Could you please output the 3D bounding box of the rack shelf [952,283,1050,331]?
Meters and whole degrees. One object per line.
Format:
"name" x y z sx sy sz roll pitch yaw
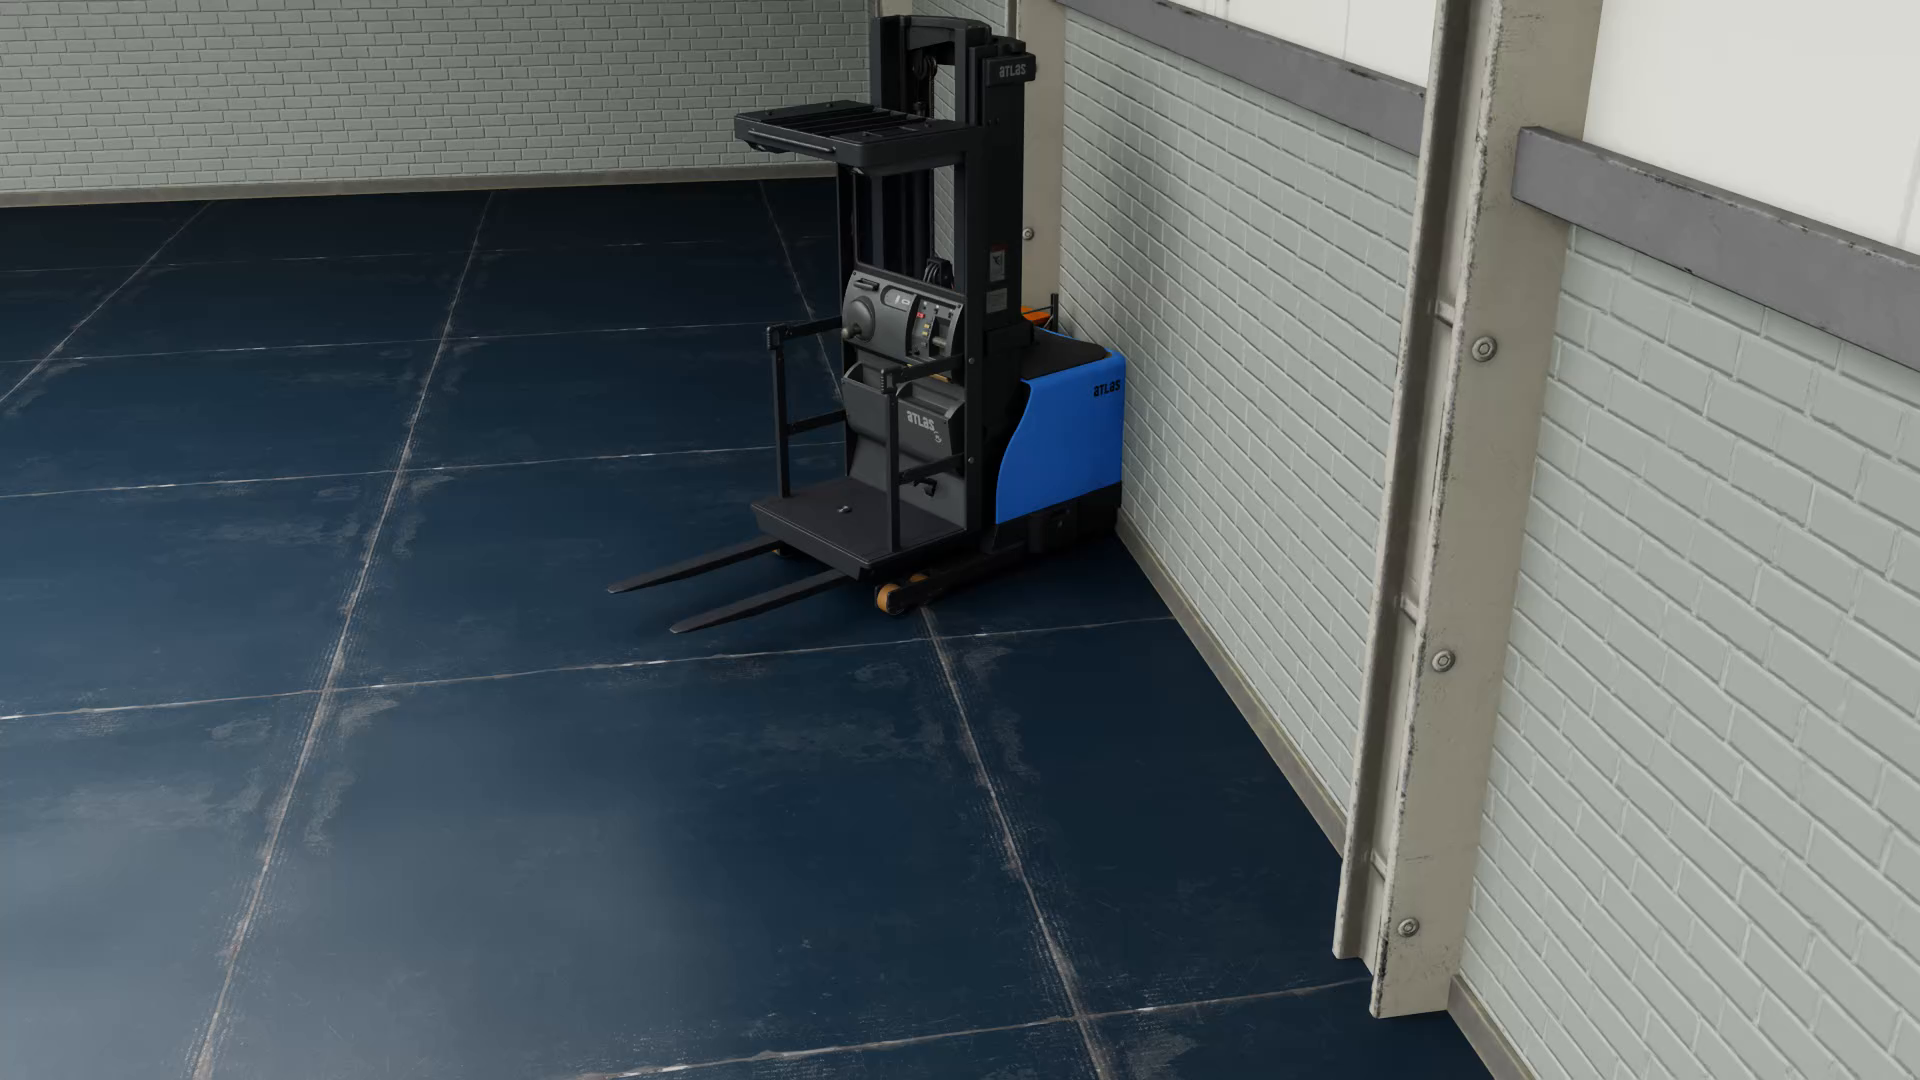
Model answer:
"rack shelf" 0.091 -1.400 10.819 0.538 0.278 1.000 -19 30 -37

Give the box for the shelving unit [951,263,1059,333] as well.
"shelving unit" 0.091 -1.132 10.936 0.538 1.125 1.048 -19 30 -37

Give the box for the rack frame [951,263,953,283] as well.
"rack frame" -0.243 -1.285 11.287 0.500 1.125 0.032 -19 30 -37

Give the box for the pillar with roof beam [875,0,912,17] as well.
"pillar with roof beam" -4.868 -6.923 14.358 9.100 9.000 0.400 -4 24 -10

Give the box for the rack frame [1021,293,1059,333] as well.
"rack frame" 0.425 -0.979 10.585 0.500 1.125 0.032 -19 30 -37

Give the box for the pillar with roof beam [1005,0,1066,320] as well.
"pillar with roof beam" -3.759 -4.563 8.954 9.100 9.000 0.400 -4 24 -10

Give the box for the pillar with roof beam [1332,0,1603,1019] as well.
"pillar with roof beam" -2.649 -2.203 3.551 9.100 9.000 0.400 -4 24 -10

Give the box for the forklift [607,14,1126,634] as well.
"forklift" -0.470 -1.180 8.790 3.031 2.935 1.130 -19 30 -37
